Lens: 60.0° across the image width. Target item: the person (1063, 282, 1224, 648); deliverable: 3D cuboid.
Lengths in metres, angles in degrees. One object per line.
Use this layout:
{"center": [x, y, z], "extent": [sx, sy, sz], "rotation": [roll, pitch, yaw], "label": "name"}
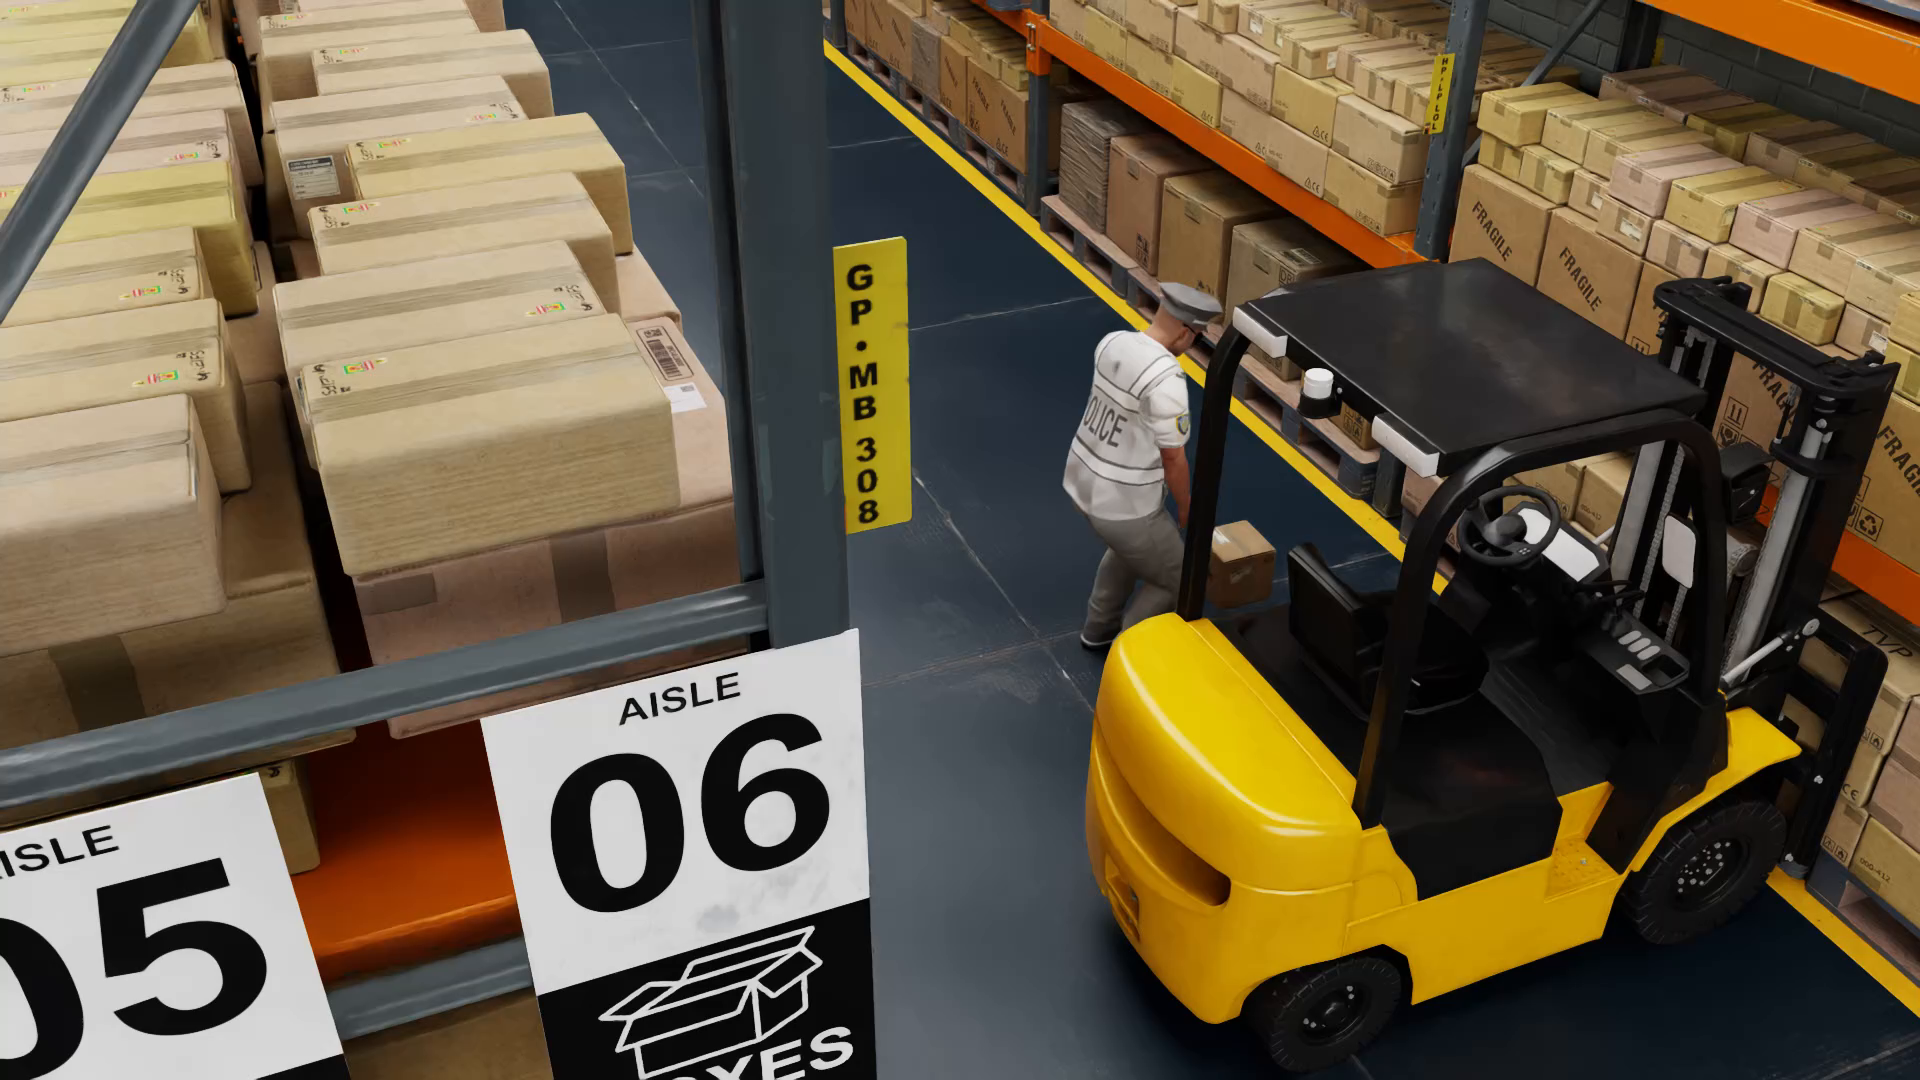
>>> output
{"center": [0.713, -0.221, 6.576], "extent": [0.557, 1.650, 0.571], "rotation": [-12, 35, -18], "label": "person"}
